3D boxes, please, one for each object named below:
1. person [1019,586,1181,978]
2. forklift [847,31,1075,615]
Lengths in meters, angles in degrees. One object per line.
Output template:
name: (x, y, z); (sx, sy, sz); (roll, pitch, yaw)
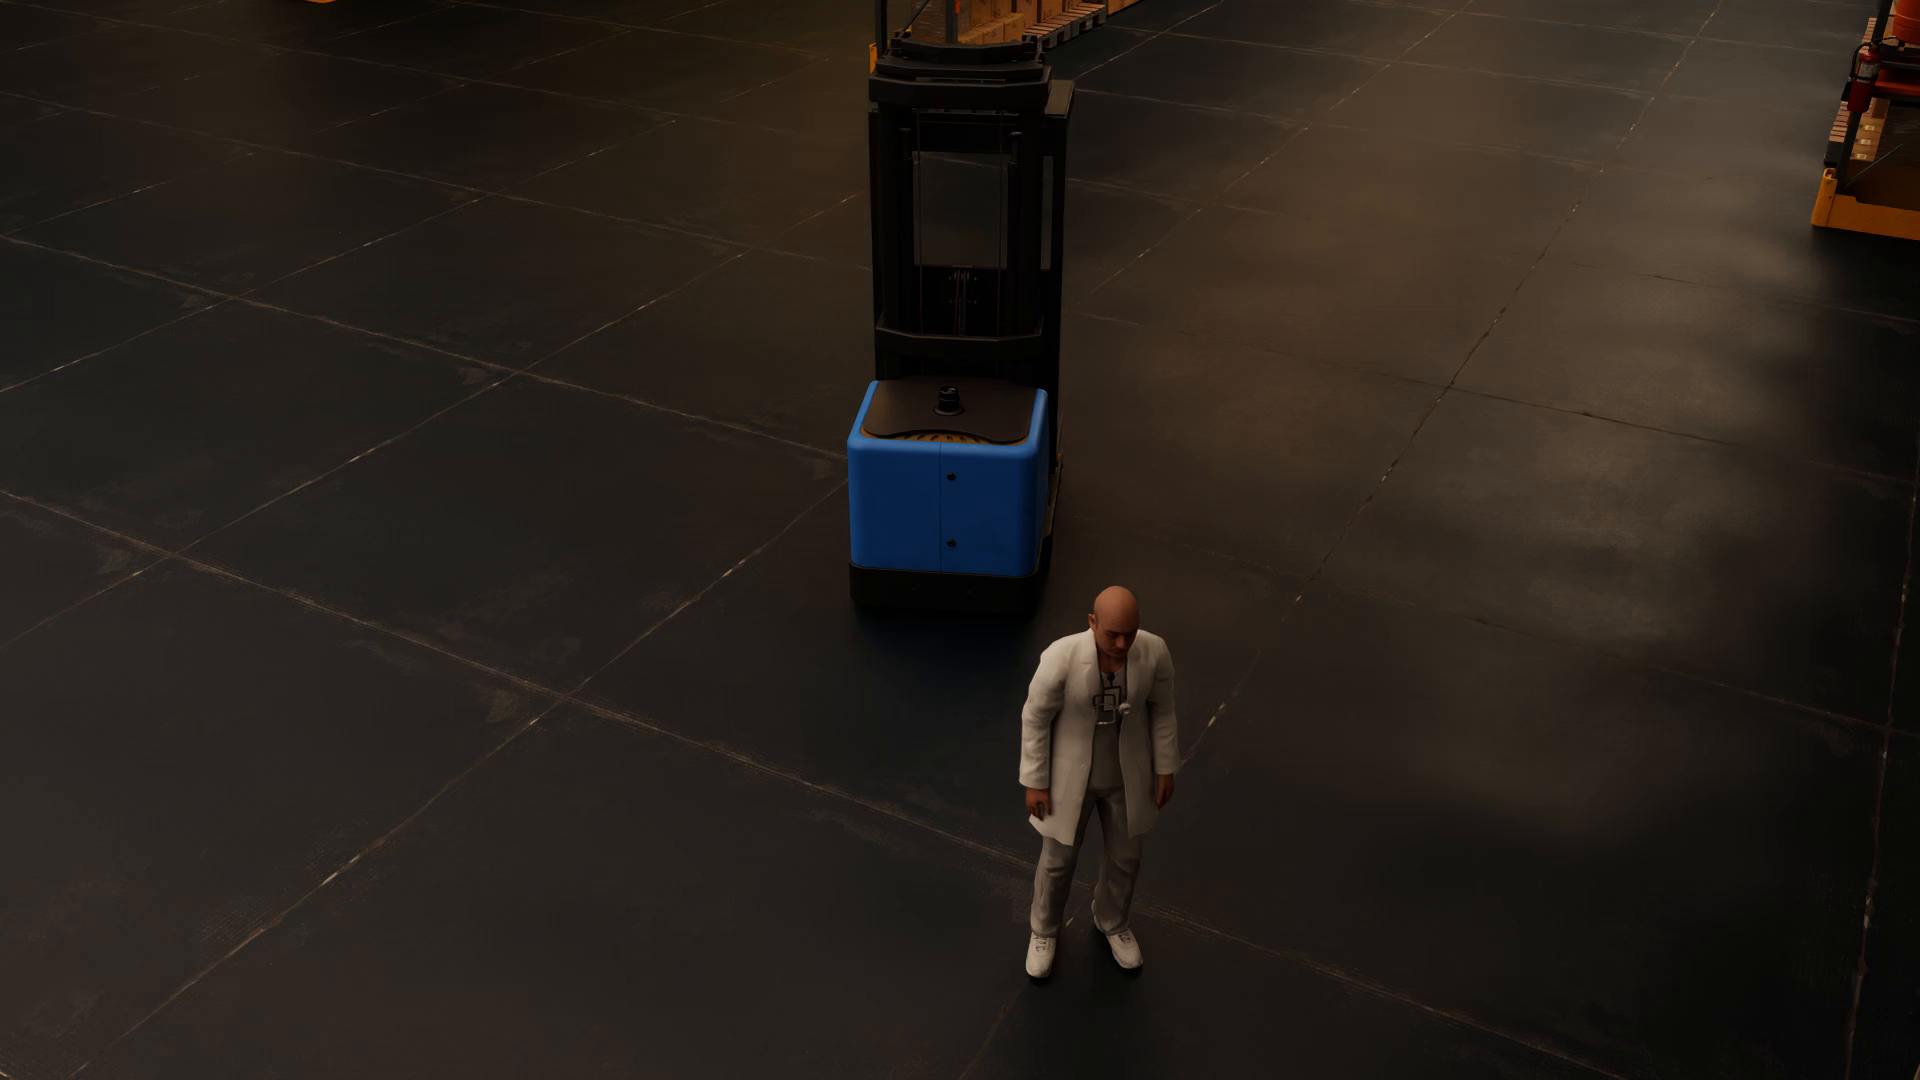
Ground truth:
person: (0.554, 0.937, 6.603); (0.656, 1.775, 0.425); (-5, 30, -9)
forklift: (0.072, -1.572, 9.794); (1.130, 2.935, 3.031); (3, 30, 6)
